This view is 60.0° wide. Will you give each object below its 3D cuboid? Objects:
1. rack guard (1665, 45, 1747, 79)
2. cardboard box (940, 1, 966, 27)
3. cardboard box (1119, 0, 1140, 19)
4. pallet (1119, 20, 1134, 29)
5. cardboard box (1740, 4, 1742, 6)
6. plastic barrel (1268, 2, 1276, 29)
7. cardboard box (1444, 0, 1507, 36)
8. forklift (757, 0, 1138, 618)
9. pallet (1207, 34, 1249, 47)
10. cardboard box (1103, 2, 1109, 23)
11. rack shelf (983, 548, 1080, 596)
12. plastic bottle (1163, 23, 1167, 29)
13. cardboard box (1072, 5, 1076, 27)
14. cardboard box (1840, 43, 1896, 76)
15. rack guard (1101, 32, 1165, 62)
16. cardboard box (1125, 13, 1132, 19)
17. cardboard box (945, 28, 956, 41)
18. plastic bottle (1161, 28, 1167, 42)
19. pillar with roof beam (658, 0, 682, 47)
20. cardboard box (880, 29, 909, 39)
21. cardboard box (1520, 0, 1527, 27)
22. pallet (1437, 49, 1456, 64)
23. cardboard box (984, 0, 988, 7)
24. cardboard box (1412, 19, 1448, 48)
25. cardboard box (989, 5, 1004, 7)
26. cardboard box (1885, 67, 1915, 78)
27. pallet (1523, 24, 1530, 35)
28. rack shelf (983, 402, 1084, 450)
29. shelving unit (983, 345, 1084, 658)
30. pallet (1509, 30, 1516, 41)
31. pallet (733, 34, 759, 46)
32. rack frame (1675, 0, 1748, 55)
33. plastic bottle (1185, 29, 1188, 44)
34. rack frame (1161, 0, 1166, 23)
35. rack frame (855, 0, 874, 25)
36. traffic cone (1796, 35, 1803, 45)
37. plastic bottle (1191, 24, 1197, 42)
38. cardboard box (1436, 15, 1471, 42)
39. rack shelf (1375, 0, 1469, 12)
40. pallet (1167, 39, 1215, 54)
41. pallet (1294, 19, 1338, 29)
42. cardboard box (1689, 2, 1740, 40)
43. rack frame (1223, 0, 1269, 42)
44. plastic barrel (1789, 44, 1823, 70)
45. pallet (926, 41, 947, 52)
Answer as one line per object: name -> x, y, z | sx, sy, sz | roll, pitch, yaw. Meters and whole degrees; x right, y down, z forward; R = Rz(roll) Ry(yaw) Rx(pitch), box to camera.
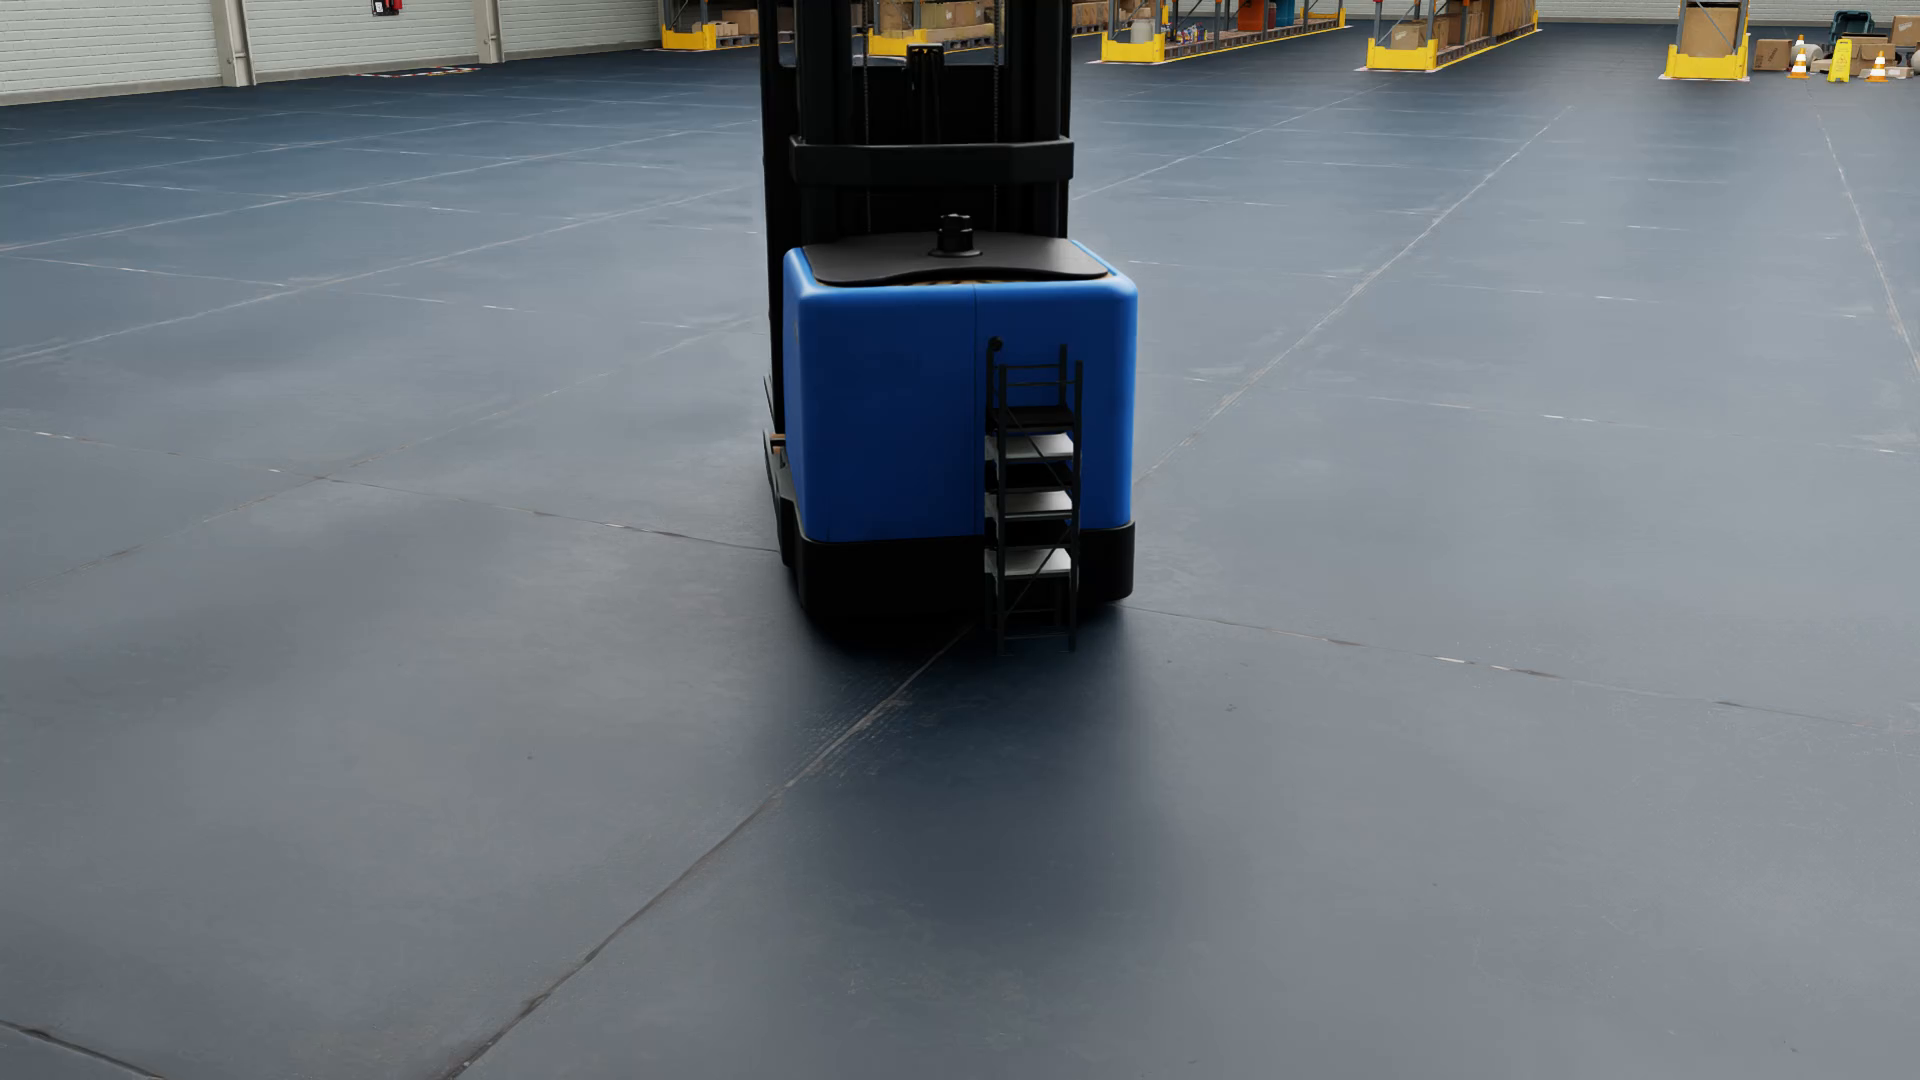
rack guard -> 12.265, -7.868, 27.346 | 1.175, 0.500, 0.348 | 9, 21, 23
cardboard box -> -0.205, -10.972, 34.701 | 0.500, 0.500, 0.500 | 9, 21, 23
cardboard box -> 4.434, -14.399, 45.050 | 0.797, 0.503, 0.637 | 9, 21, 23
pallet -> 3.952, -13.689, 44.145 | 1.003, 0.211, 1.213 | 9, 21, 23
cardboard box -> 14.865, -10.195, 32.889 | 1.050, 0.750, 0.750 | 9, 21, 24
plastic barrel -> 7.196, -12.448, 39.467 | 0.600, 0.588, 0.708 | 9, 21, 23
cardboard box -> 11.369, -11.615, 36.695 | 1.225, 0.875, 0.875 | 8, 21, 20
forklift -> -0.193, -1.598, 6.089 | 1.130, 2.935, 3.031 | -3, 20, -9
pallet -> 5.695, -10.972, 36.507 | 1.003, 0.211, 1.213 | 9, 21, 23
cardboard box -> 3.519, -13.482, 42.477 | 0.500, 0.500, 0.500 | 9, 21, 23
rack shelf -> 0.213, 0.090, 5.011 | 0.258, 0.077, 0.200 | -3, 20, -9
plastic bottle -> 4.202, -10.436, 34.134 | 0.144, 0.351, 0.185 | 9, 22, 24
cardboard box -> 2.479, -12.700, 40.276 | 0.500, 0.500, 0.500 | 10, 22, 25
cardboard box -> 15.242, -8.113, 28.029 | 0.797, 0.503, 0.637 | -5, 20, -15
rack guard -> 3.261, -9.296, 31.361 | 1.175, 0.500, 0.348 | 9, 21, 23
cardboard box -> 4.384, -14.030, 44.514 | 0.380, 0.166, 0.250 | 9, 21, 23
cardboard box -> -0.415, -10.467, 34.400 | 0.500, 0.250, 0.500 | 9, 21, 23
plastic bottle -> 4.096, -10.200, 33.583 | 0.152, 0.276, 0.135 | 9, 21, 23
pillar with roof beam -> -2.340, -14.372, 32.950 | 9.100, 9.000, 0.400 | 9, 21, 23
cardboard box -> -1.294, -10.231, 33.739 | 0.500, 0.250, 0.500 | 9, 21, 23
cardboard box -> 13.417, -13.095, 40.858 | 0.875, 0.875, 0.875 | 9, 21, 23
pallet -> 8.689, -9.089, 31.210 | 1.003, 0.211, 1.213 | 9, 21, 23
cardboard box -> 0.386, -15.334, 47.712 | 0.700, 0.500, 0.500 | 8, 21, 23
cardboard box -> 9.002, -9.714, 31.911 | 0.500, 0.500, 0.500 | 17, 26, 40
cardboard box -> 0.921, -12.142, 38.275 | 0.500, 0.311, 0.500 | 8, 21, 22
cardboard box -> 15.526, -7.739, 27.507 | 0.250, 0.149, 0.380 | -14, 24, -33
pallet -> 13.587, -12.715, 41.406 | 1.003, 0.211, 1.213 | 9, 21, 23
rack shelf -> 0.213, -0.334, 4.860 | 0.258, 0.077, 0.200 | -3, 20, -9
shelving unit -> 0.213, -0.111, 4.939 | 0.258, 0.900, 0.210 | -3, 20, -9
pallet -> 12.458, -11.872, 39.038 | 1.003, 0.211, 1.213 | 9, 21, 23
pallet -> -4.868, -11.128, 36.943 | 1.003, 0.211, 1.213 | 9, 21, 23
rack frame -> 12.275, -9.053, 26.947 | 1.000, 3.000, 0.127 | 9, 21, 23
plastic bottle -> 4.481, -10.012, 33.061 | 0.097, 0.271, 0.097 | 0, 20, 0
rack frame -> 5.307, -16.016, 46.526 | 1.000, 3.000, 0.127 | 9, 21, 23
rack frame -> -2.489, -14.249, 41.558 | 1.000, 3.000, 0.127 | 9, 21, 23
traffic cone -> 15.840, -9.283, 31.381 | 0.336, 0.463, 0.334 | 9, 21, 23
plastic bottle -> 4.699, -10.232, 33.560 | 0.144, 0.351, 0.185 | 8, 21, 22
cardboard box -> 9.913, -10.344, 33.654 | 0.700, 0.500, 0.500 | 8, 21, 22
rack shelf -> 8.611, -10.037, 30.788 | 1.077, 0.370, 4.000 | 9, 21, 23
pallet -> 4.598, -10.153, 34.203 | 1.003, 0.211, 1.213 | 9, 21, 23
pallet -> 9.452, -13.774, 44.385 | 1.003, 0.211, 1.213 | 9, 21, 23
cardboard box -> 13.592, -9.290, 30.158 | 0.875, 0.875, 0.875 | 9, 21, 24
rack frame -> 6.549, -12.889, 37.735 | 1.000, 3.000, 0.127 | 9, 21, 23
plastic barrel -> 14.848, -8.504, 29.250 | 0.421, 0.421, 0.512 | -9, 22, -24
pallet -> -0.970, -10.050, 33.914 | 1.003, 0.211, 1.213 | 9, 21, 23
